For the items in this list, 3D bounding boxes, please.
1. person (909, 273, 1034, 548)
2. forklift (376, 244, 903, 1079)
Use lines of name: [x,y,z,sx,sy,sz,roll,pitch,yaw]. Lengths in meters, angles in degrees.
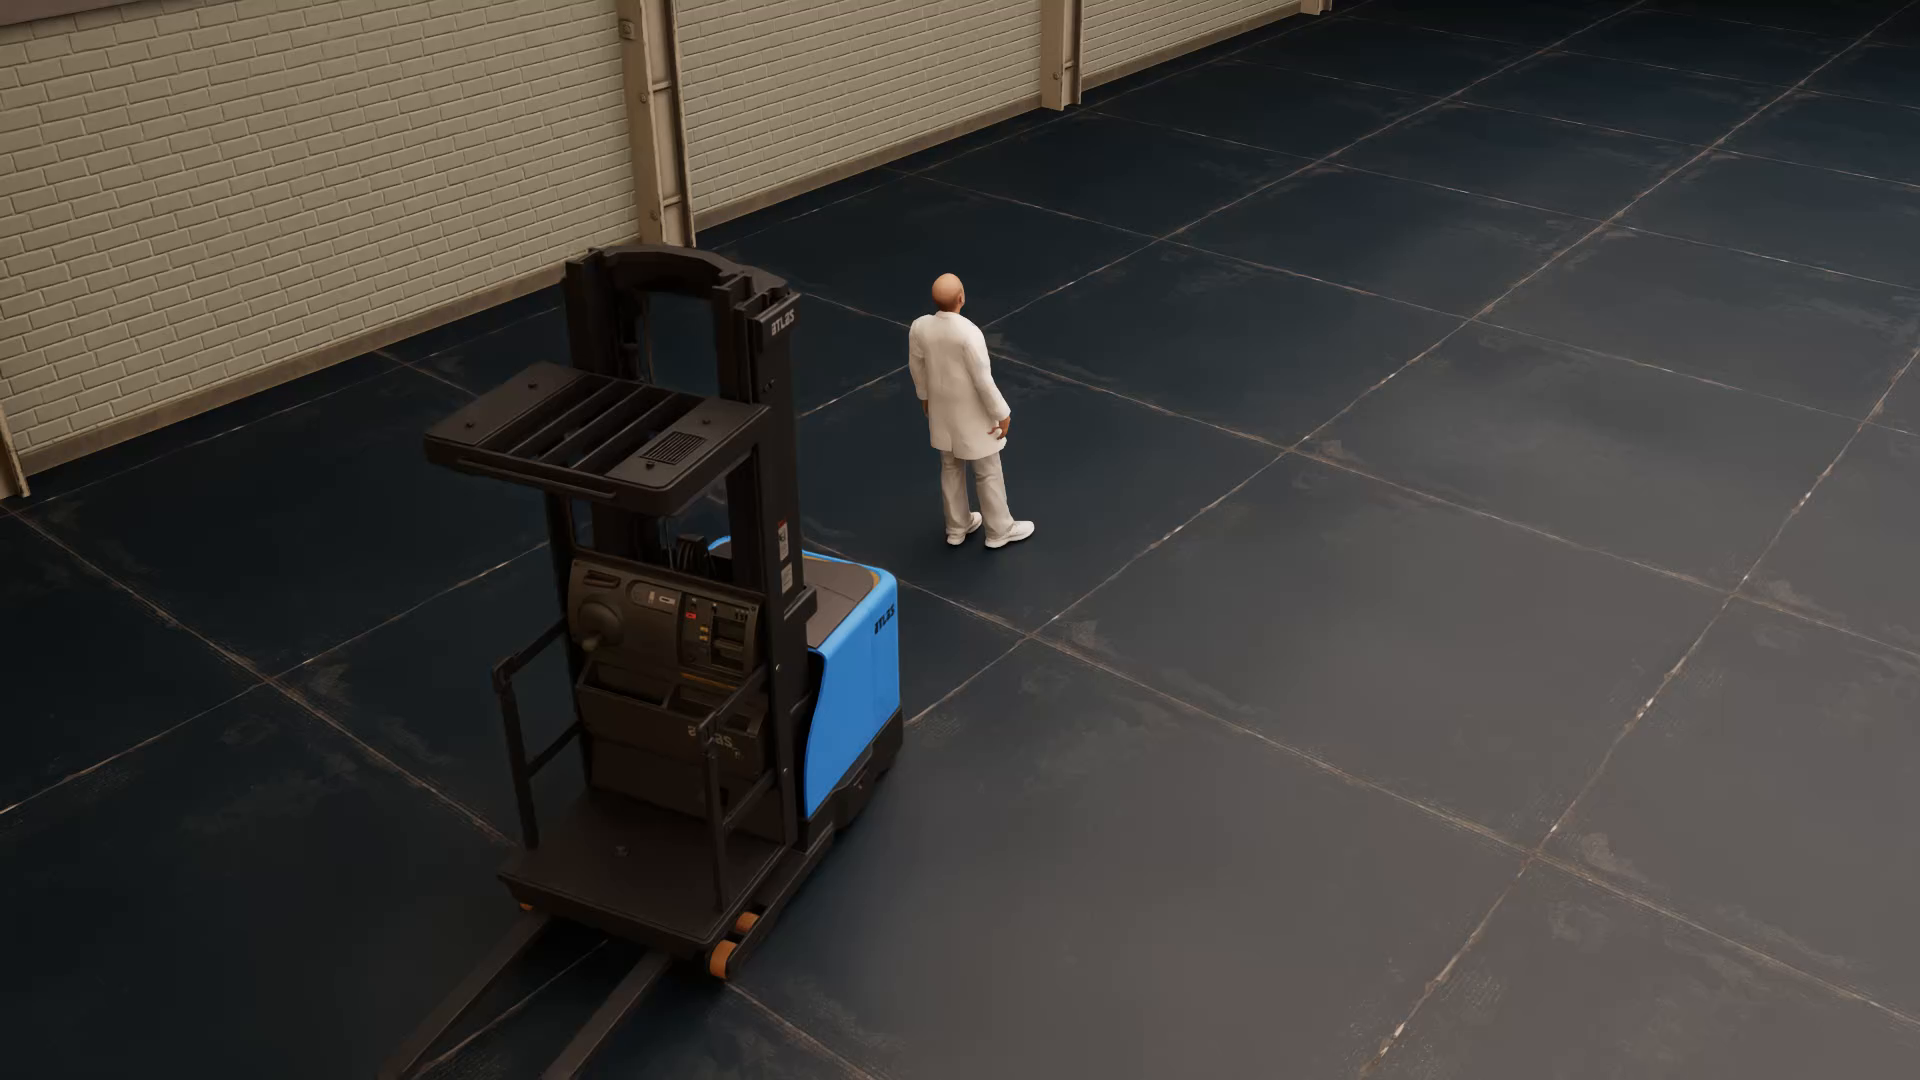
person: [0.061,-0.808,10.107,0.696,1.778,0.578,22,37,33]
forklift: [-1.354,0.395,6.918,1.130,2.935,3.031,13,33,21]
